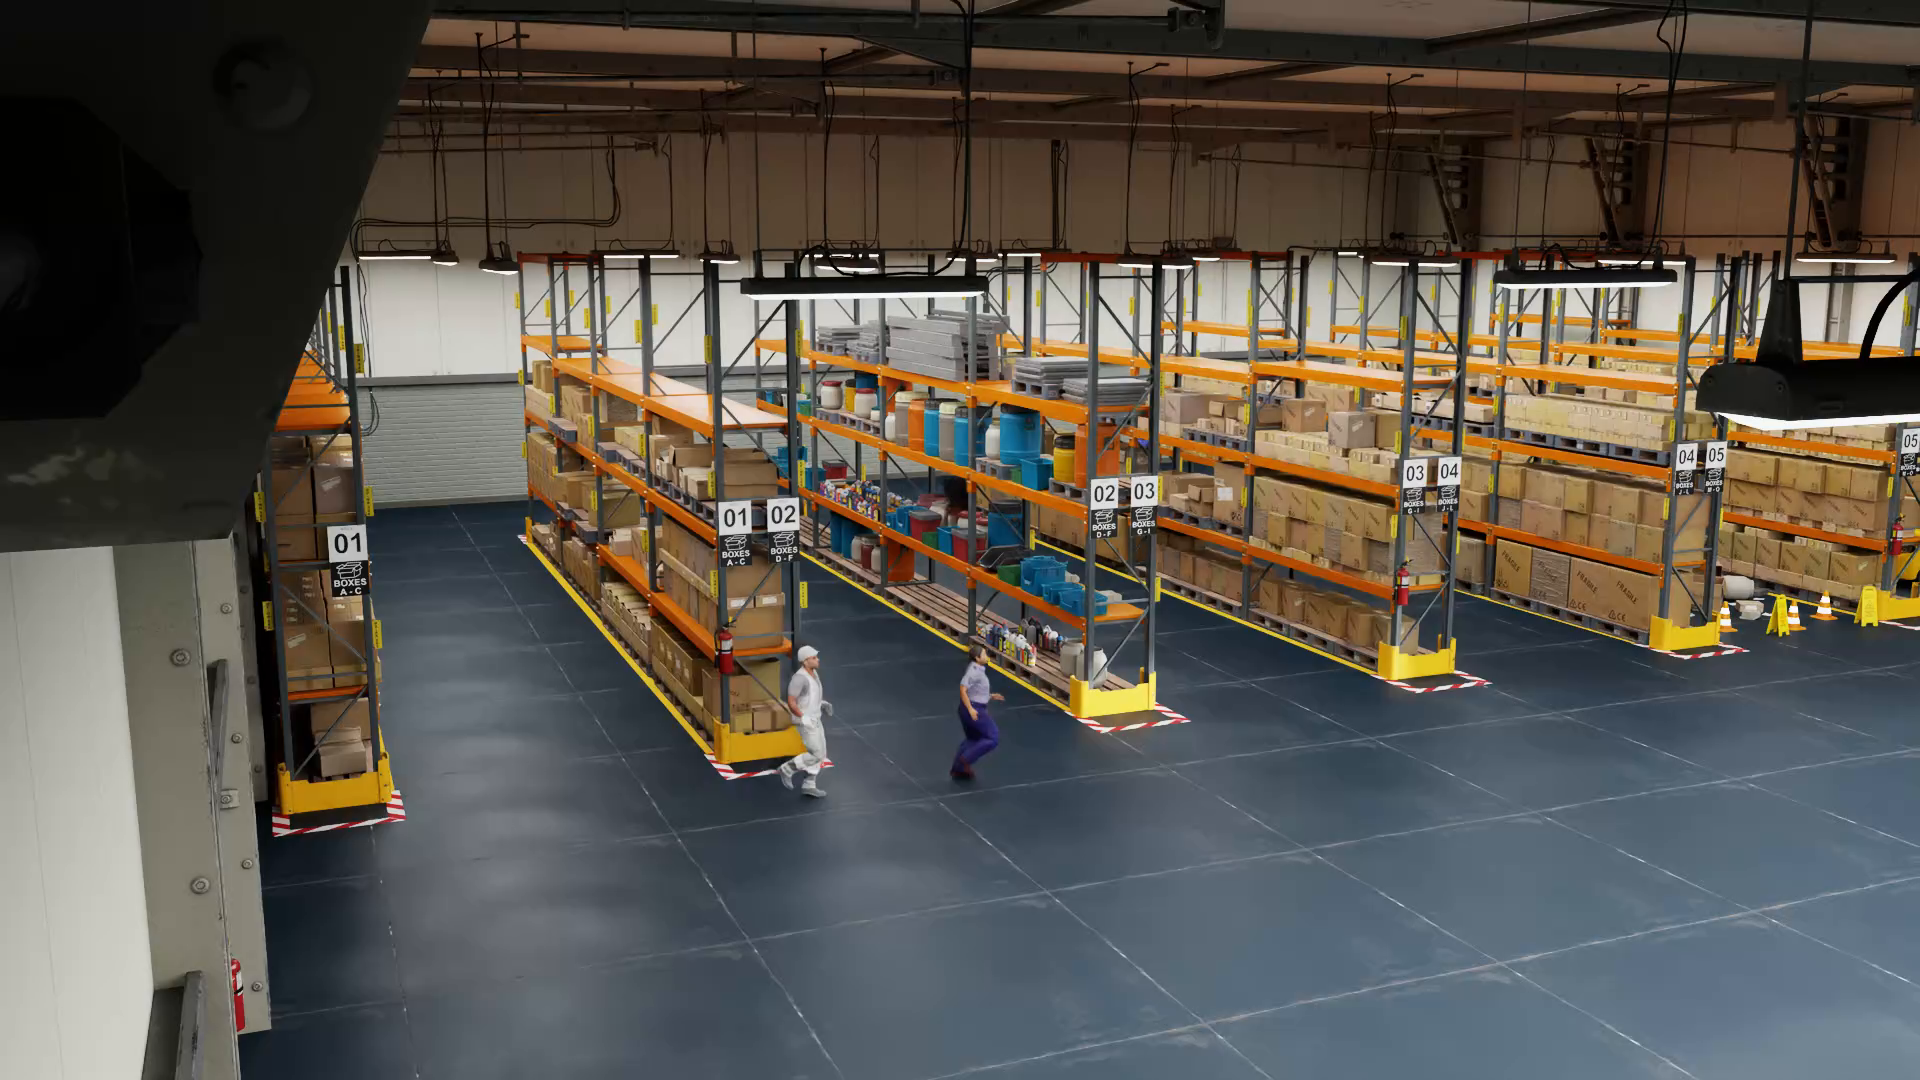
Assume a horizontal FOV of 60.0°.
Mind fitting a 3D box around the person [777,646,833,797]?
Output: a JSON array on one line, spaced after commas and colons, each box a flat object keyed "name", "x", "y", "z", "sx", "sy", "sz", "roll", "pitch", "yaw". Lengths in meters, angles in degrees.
[{"name": "person", "x": -1.779, "y": 2.057, "z": 18.973, "sx": 0.591, "sy": 1.759, "sz": 0.678, "roll": 2, "pitch": 11, "yaw": 12}]

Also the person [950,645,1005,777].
[{"name": "person", "x": 0.212, "y": 2.015, "z": 19.525, "sx": 0.658, "sy": 1.595, "sz": 0.590, "roll": -1, "pitch": 10, "yaw": -5}]

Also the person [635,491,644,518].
[{"name": "person", "x": -7.070, "y": -0.893, "z": 35.461, "sx": 0.585, "sy": 1.607, "sz": 0.574, "roll": 9, "pitch": 14, "yaw": 42}]

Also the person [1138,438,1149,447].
[{"name": "person", "x": 4.509, "y": -1.989, "z": 41.442, "sx": 0.563, "sy": 1.598, "sz": 0.534, "roll": 6, "pitch": 12, "yaw": 28}]
